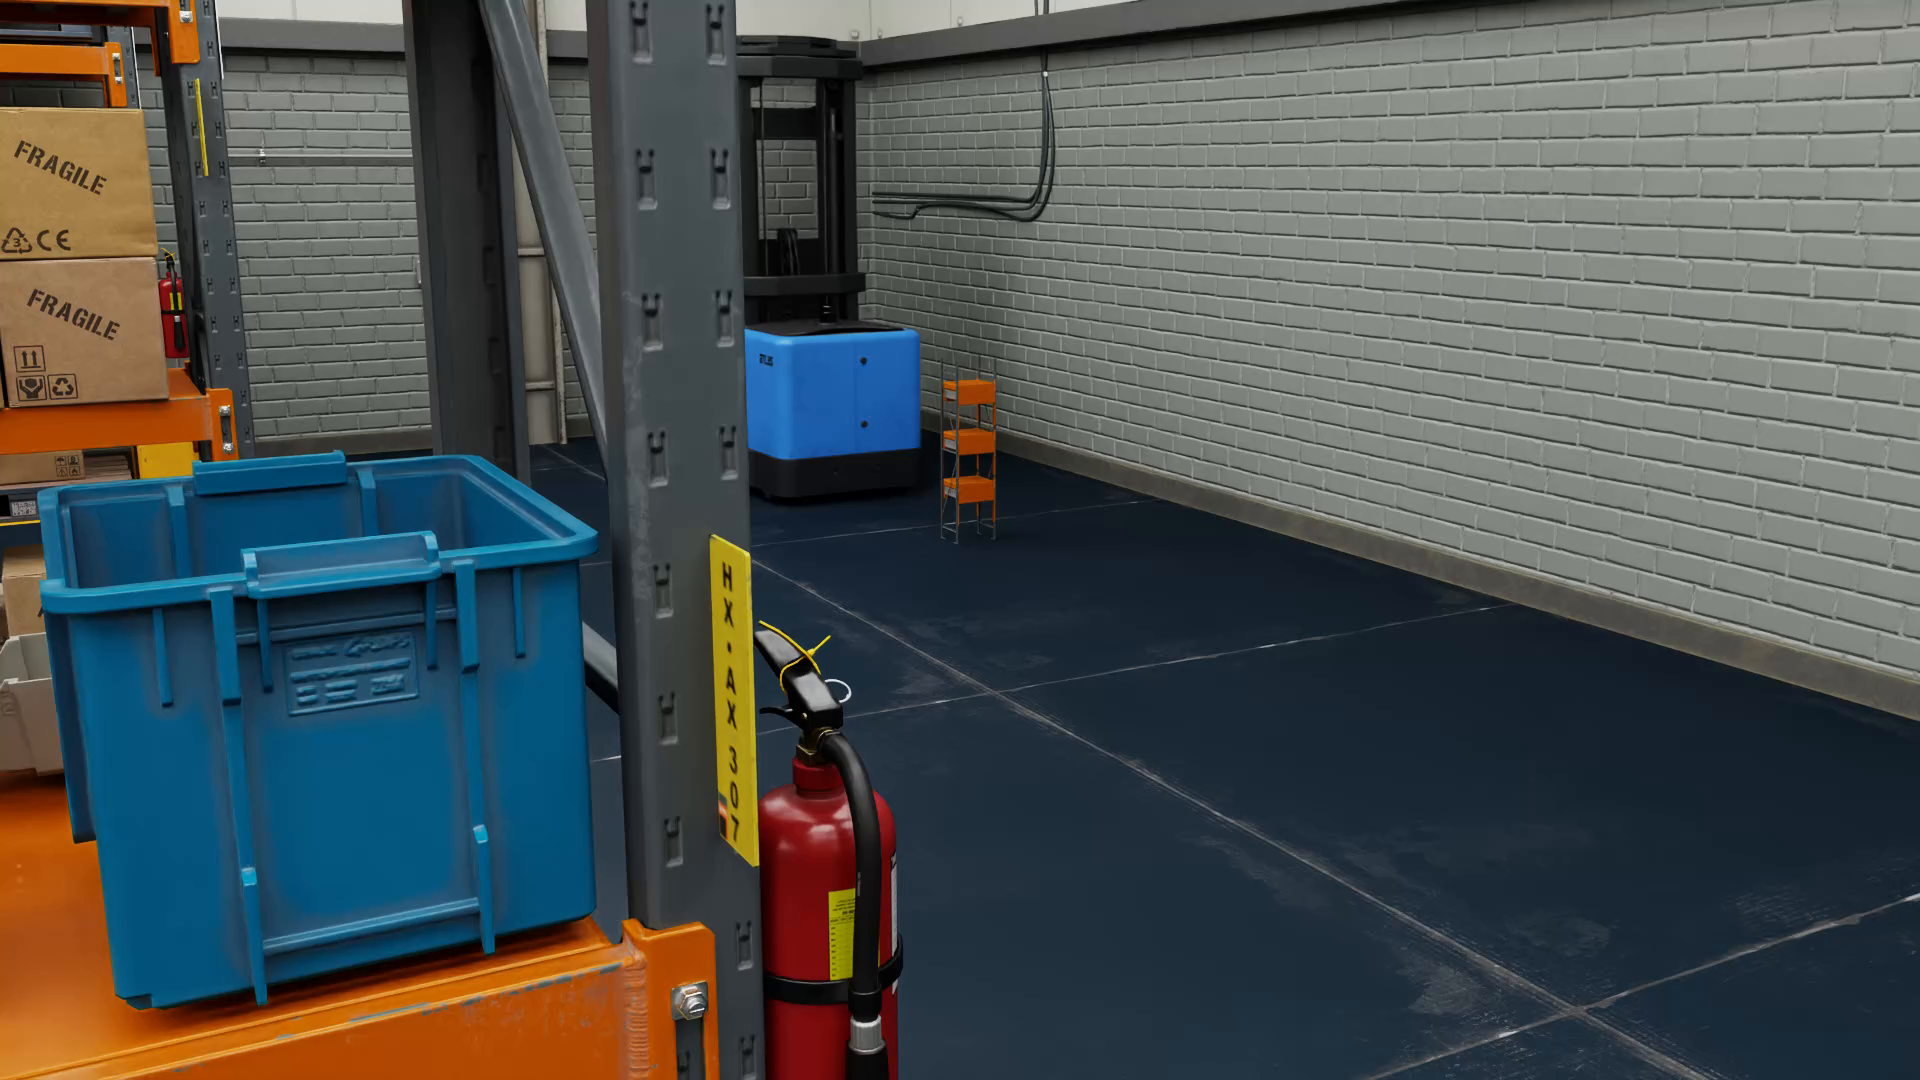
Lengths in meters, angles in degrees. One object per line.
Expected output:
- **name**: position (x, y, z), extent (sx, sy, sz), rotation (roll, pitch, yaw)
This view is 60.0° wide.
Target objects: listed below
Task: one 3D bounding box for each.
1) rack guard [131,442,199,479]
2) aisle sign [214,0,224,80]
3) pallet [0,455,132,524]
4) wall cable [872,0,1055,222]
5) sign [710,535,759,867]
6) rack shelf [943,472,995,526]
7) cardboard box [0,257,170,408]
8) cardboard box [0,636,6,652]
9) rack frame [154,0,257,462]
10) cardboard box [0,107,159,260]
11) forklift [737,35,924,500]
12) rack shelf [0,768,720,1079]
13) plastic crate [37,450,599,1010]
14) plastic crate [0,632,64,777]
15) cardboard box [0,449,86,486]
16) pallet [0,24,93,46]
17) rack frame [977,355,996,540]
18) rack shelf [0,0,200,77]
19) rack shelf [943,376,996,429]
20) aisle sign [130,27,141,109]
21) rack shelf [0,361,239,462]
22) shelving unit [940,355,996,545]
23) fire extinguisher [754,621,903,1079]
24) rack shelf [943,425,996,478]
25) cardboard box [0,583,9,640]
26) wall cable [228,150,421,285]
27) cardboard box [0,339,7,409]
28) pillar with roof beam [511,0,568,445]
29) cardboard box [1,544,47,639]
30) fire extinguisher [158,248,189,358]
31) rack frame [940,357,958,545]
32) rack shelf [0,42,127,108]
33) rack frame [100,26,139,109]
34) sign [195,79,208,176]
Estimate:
- **rack guard**: position (-5.232, -0.554, 10.934), extent (0.348, 0.500, 1.175), rotation (-7, 14, -28)
- **aisle sign**: position (-2.670, -2.034, 5.893), extent (0.004, 0.787, 0.394), rotation (-7, 14, -28)
- **pallet**: position (-5.918, -0.312, 10.514), extent (1.213, 0.211, 1.003), rotation (-7, 14, -28)
- **wall cable**: position (-0.118, -3.709, 12.669), extent (0.112, 2.526, 3.097), rotation (-7, 14, -28)
- **sign**: position (-0.229, 0.162, 1.684), extent (0.005, 0.325, 0.100), rotation (-7, 14, -28)
- **rack shelf**: position (0.047, -0.236, 9.582), extent (0.240, 0.259, 0.215), rotation (-7, 14, -28)
- **cardboard box**: position (-3.139, -0.766, 5.955), extent (0.500, 0.500, 0.500), rotation (-6, 14, -26)
- **cardboard box**: position (-3.634, 0.480, 6.094), extent (0.250, 0.166, 0.380), rotation (-7, 14, -28)
- **rack frame**: position (-2.877, -0.817, 6.408), extent (0.127, 3.000, 1.000), rotation (-7, 14, -28)
- **cardboard box**: position (-3.135, -1.254, 5.844), extent (0.500, 0.500, 0.500), rotation (-7, 14, -28)
- **forklift**: position (-1.399, -1.964, 11.662), extent (1.130, 2.935, 3.031), rotation (-7, 14, -28)
- **rack shelf**: position (-2.262, 0.699, 1.309), extent (4.000, 0.370, 1.077), rotation (-7, 14, -28)
- **plastic crate**: position (-0.711, 0.162, 1.838), extent (0.499, 0.435, 0.616), rotation (-7, 14, -28)
- **plastic crate**: position (-1.202, 0.217, 2.275), extent (0.298, 0.136, 0.250), rotation (-7, 14, -28)
- **cardboard box**: position (-5.820, -0.664, 10.464), extent (0.500, 0.500, 0.700), rotation (-7, 14, -28)
- **pallet**: position (-5.899, -3.112, 9.973), extent (1.213, 0.211, 1.003), rotation (-7, 14, -28)
- **rack frame**: position (0.154, -0.531, 9.576), extent (0.008, 1.050, 0.200), rotation (-7, 14, -28)
- **rack shelf**: position (-4.632, -1.719, 5.223), extent (4.000, 0.370, 1.077), rotation (-7, 14, -28)
- **rack shelf**: position (0.047, -0.784, 9.459), extent (0.240, 0.259, 0.215), rotation (-7, 14, -28)
- **aisle sign**: position (-5.046, -2.989, 10.140), extent (0.004, 0.787, 0.394), rotation (-7, 14, -28)
- **rack shelf**: position (-4.632, -0.256, 5.552), extent (4.000, 0.370, 1.077), rotation (-7, 14, -28)
- **shelving unit**: position (0.047, -0.518, 9.519), extent (0.252, 1.050, 0.215), rotation (-7, 14, -28)
- **fire extinguisher**: position (-0.156, 0.429, 1.896), extent (0.183, 0.674, 0.296), rotation (-7, 14, -28)
- **rack shelf**: position (0.047, -0.507, 9.521), extent (0.240, 0.259, 0.215), rotation (-7, 14, -28)
- **cardboard box**: position (-3.929, 0.365, 6.417), extent (0.500, 0.250, 0.500), rotation (-7, 14, -28)
- **wall cable**: position (-4.583, -2.584, 11.946), extent (1.851, 1.984, 0.084), rotation (-7, 14, -28)
- **cardboard box**: position (-3.593, -0.711, 5.709), extent (0.500, 0.500, 0.500), rotation (-7, 14, -27)
- **pillar with roof beam**: position (-1.235, -4.319, 8.306), extent (0.400, 9.000, 9.100), rotation (-7, 14, -28)
- **cardboard box**: position (-3.236, 0.292, 6.169), extent (0.500, 0.500, 0.500), rotation (-7, 14, -28)
- **fire extinguisher**: position (-4.900, -1.479, 10.373), extent (0.183, 0.674, 0.296), rotation (-7, 14, -28)
- **rack frame**: position (-0.060, -0.505, 9.462), extent (0.008, 1.050, 0.200), rotation (-7, 14, -28)
- **rack shelf**: position (-7.009, -2.673, 9.463), extent (4.000, 0.370, 1.077), rotation (-7, 14, -28)
- **rack frame**: position (-5.253, -1.771, 10.649), extent (0.127, 3.000, 1.000), rotation (-7, 14, -28)
- **sign**: position (-2.628, -1.427, 5.762), extent (0.005, 0.325, 0.100), rotation (-7, 14, -28)
